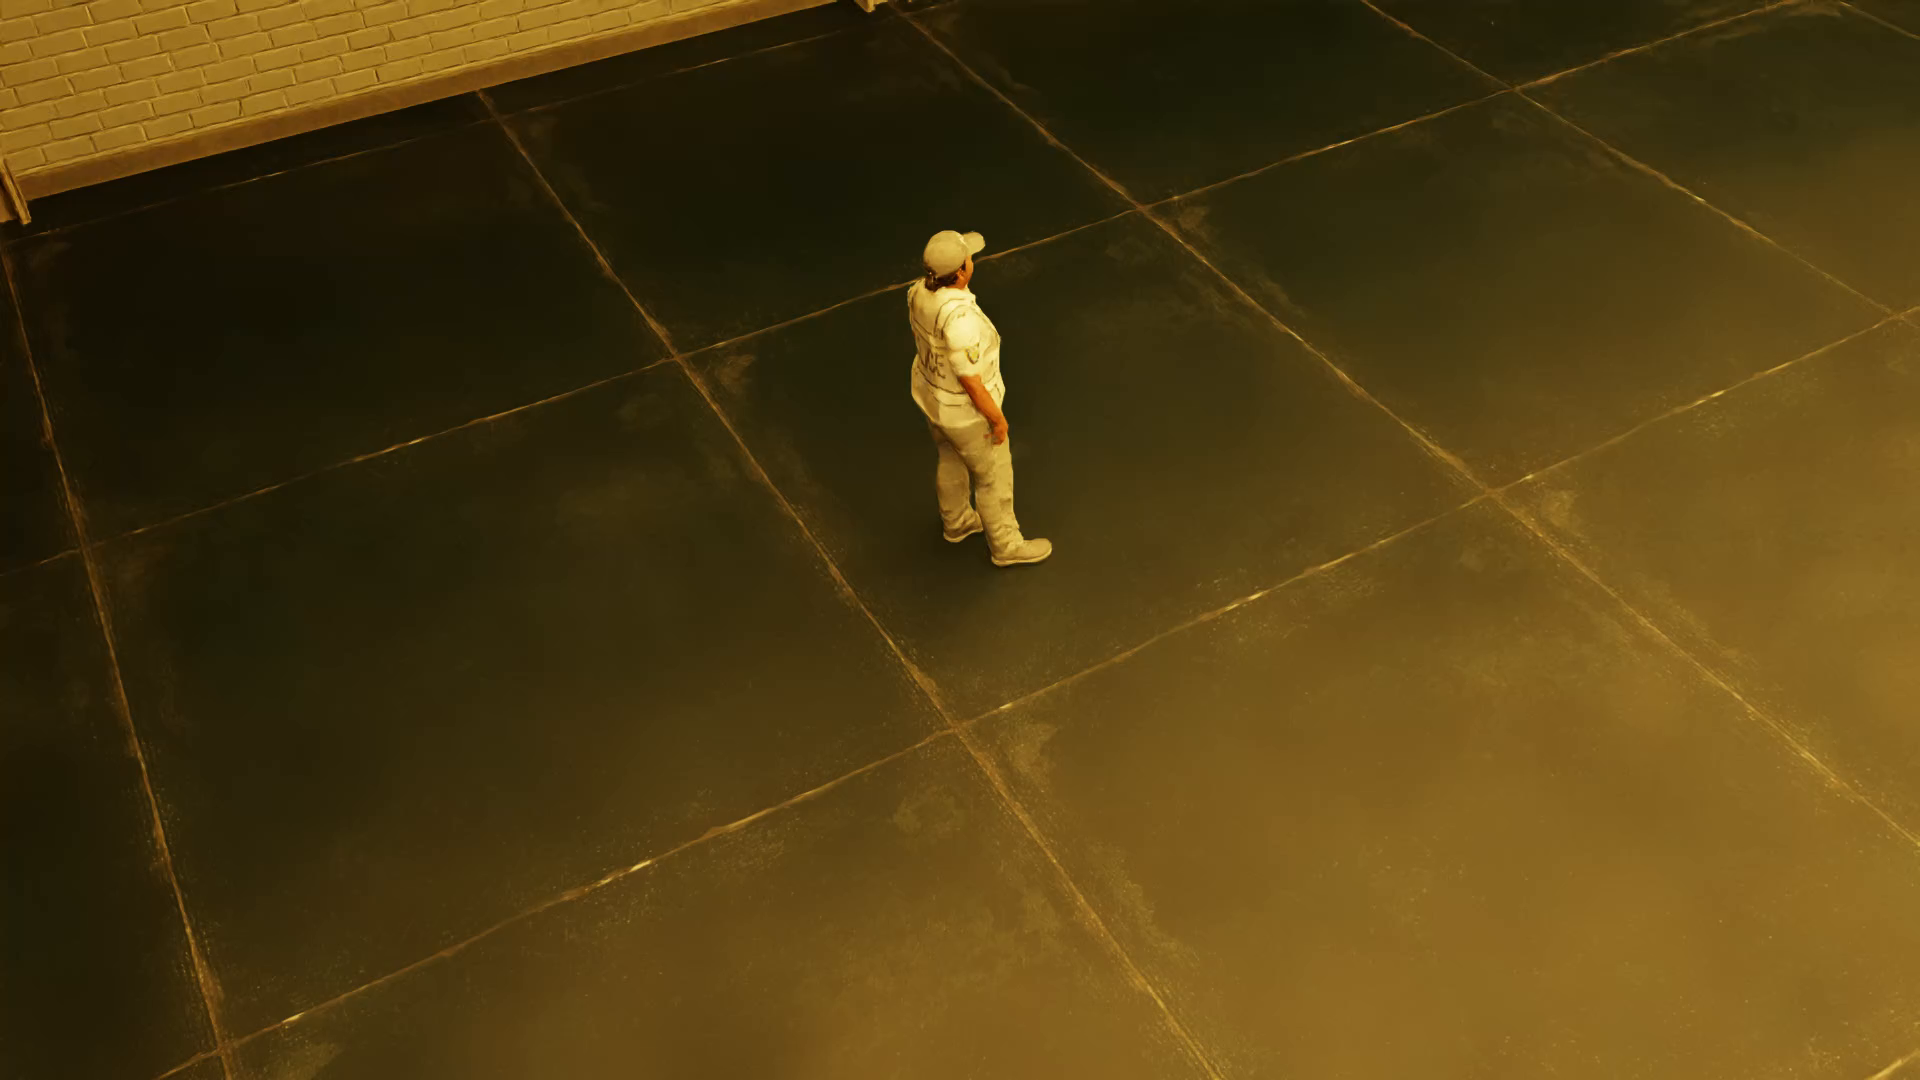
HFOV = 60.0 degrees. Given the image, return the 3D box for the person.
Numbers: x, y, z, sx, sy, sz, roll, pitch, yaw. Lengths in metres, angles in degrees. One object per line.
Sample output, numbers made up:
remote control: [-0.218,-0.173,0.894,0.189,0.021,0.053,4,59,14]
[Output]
person: [0.078,-0.629,7.295,0.529,1.669,0.598,-21,47,-21]
